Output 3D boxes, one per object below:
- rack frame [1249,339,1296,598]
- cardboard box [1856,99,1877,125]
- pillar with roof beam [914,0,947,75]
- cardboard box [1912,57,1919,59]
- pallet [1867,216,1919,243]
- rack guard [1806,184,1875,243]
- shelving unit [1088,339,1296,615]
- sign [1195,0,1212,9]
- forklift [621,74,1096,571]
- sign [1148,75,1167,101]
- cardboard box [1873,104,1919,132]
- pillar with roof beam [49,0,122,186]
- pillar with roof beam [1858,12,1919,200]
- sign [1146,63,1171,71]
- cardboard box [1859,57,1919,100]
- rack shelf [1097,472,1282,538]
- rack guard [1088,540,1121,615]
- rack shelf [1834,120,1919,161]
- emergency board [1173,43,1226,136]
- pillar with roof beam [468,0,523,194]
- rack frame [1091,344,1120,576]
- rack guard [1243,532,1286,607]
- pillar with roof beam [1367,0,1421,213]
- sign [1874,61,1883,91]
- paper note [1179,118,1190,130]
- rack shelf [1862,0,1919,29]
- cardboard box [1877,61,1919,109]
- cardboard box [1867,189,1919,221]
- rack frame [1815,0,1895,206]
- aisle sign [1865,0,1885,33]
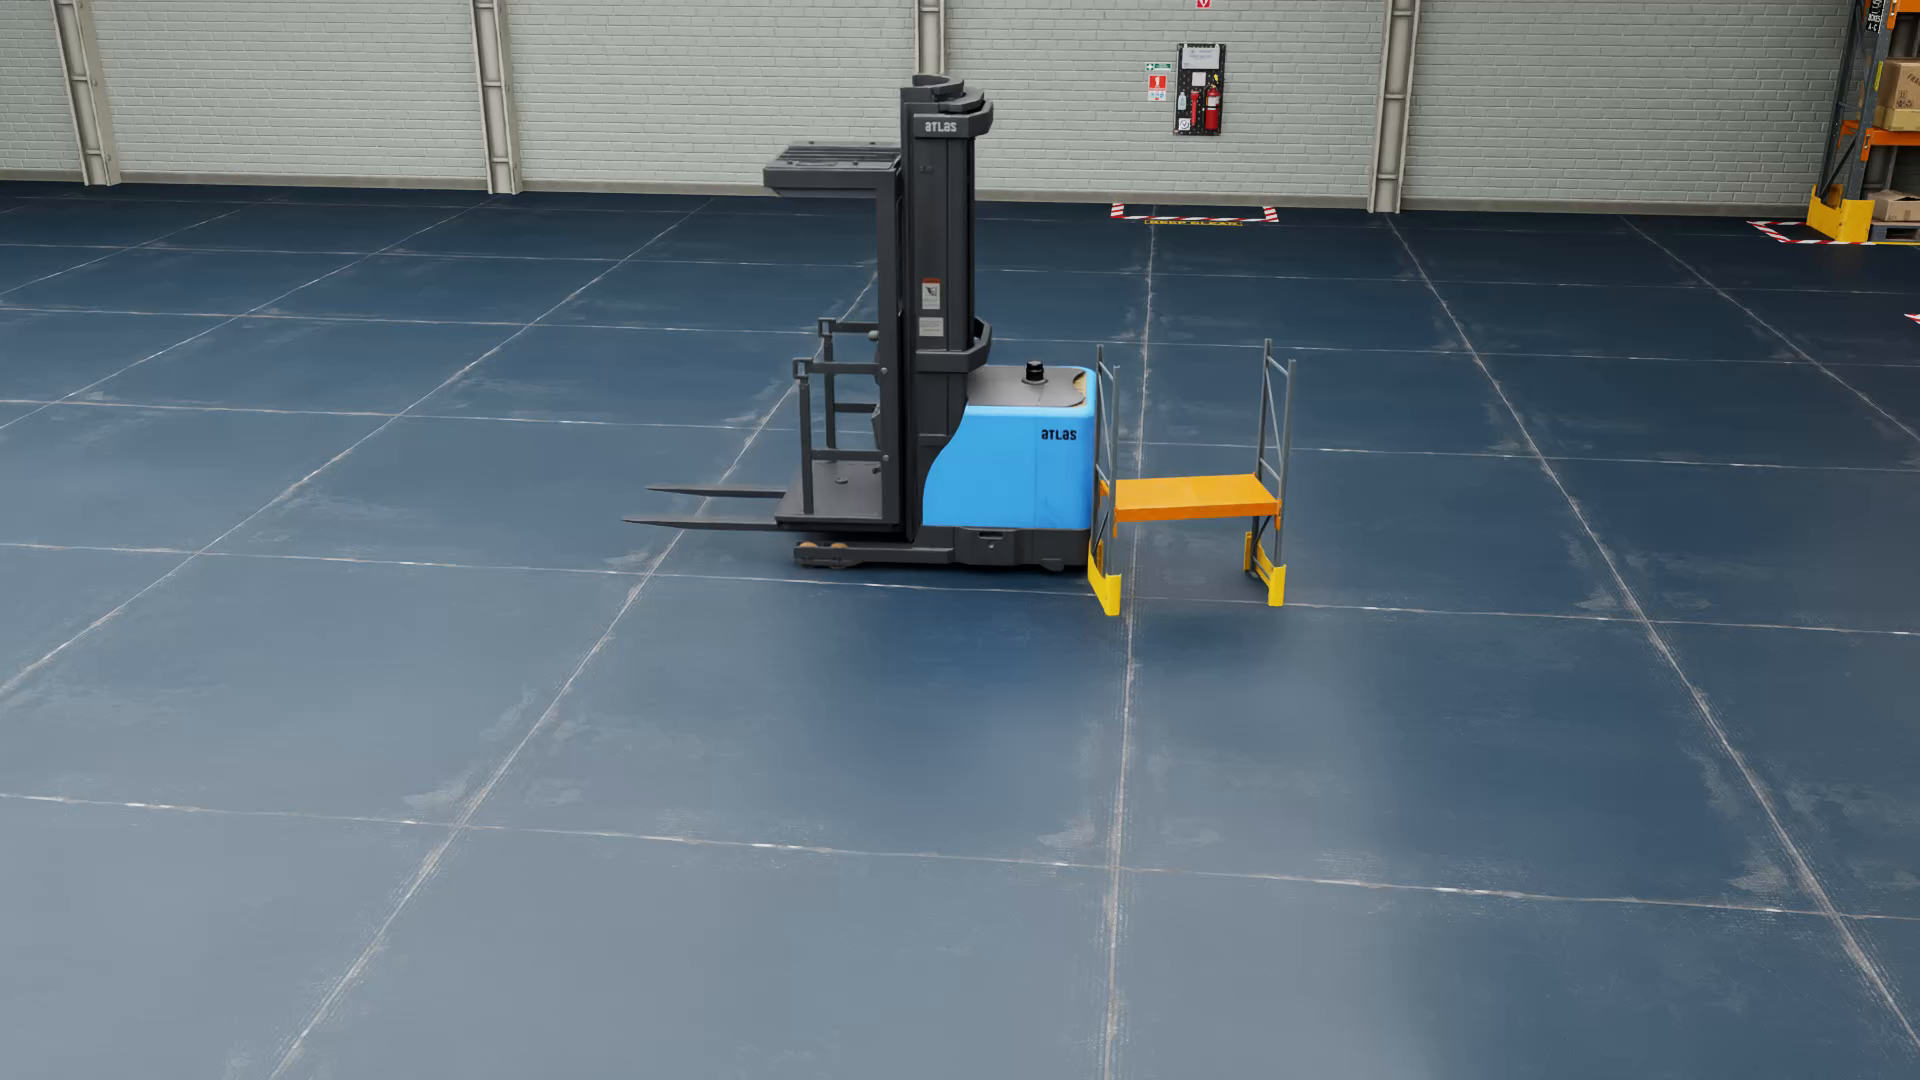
[{"bbox_3d":[1.860,-0.408,9.931,0.032,1.500,0.500,-3,22,-7],"label":"rack frame"},{"bbox_3d":[11.224,-5.180,20.139,0.500,0.250,0.500,3,22,7],"label":"cardboard box"},{"bbox_3d":[-0.889,-7.213,16.944,0.400,9.000,9.100,2,22,6],"label":"pillar with roof beam"},{"bbox_3d":[11.729,-5.510,19.954,0.500,0.500,0.500,3,22,7],"label":"cardboard box"},{"bbox_3d":[11.615,-3.842,20.370,1.213,0.211,1.003,2,22,6],"label":"pallet"},{"bbox_3d":[10.813,-4.024,20.438,0.348,0.500,1.175,2,22,6],"label":"rack guard"},{"bbox_3d":[1.364,-0.384,9.872,1.083,1.500,0.587,-3,22,-7],"label":"shelving unit"},{"bbox_3d":[3.130,-6.970,21.338,0.199,0.298,0.001,2,22,6],"label":"sign"},{"bbox_3d":[-0.644,-1.367,10.411,3.031,2.935,1.130,2,22,4],"label":"forklift"},{"bbox_3d":[2.589,-5.934,21.821,0.234,0.329,0.001,2,22,6],"label":"sign"},{"bbox_3d":[11.184,-4.992,19.664,0.500,0.250,0.500,2,22,5],"label":"cardboard box"},{"bbox_3d":[-12.806,-7.732,18.257,0.400,9.000,9.100,2,22,6],"label":"pillar with roof beam"},{"bbox_3d":[11.027,-6.693,15.631,0.400,9.000,9.100,2,22,6],"label":"pillar with roof beam"},{"bbox_3d":[2.593,-6.177,21.715,0.331,0.109,0.001,2,22,6],"label":"sign"},{"bbox_3d":[11.230,-5.535,20.018,0.500,0.500,0.500,2,22,6],"label":"cardboard box"},{"bbox_3d":[1.355,-0.216,9.937,1.000,0.185,0.538,-3,22,-7],"label":"rack shelf"},{"bbox_3d":[0.870,0.220,10.042,0.087,0.250,0.587,-3,22,-7],"label":"rack guard"},{"bbox_3d":[12.723,-4.769,19.900,4.000,0.370,1.077,2,22,6],"label":"rack shelf"},{"bbox_3d":[3.126,-5.856,21.672,0.643,1.169,0.194,2,22,6],"label":"emergency board"},{"bbox_3d":[-6.847,-7.472,17.601,0.400,9.000,9.100,2,22,6],"label":"pillar with roof beam"},{"bbox_3d":[0.851,-0.360,9.810,0.032,1.500,0.500,-3,22,-7],"label":"rack frame"},{"bbox_3d":[1.858,0.174,10.161,0.087,0.250,0.587,-3,22,-7],"label":"rack guard"},{"bbox_3d":[5.069,-6.953,16.287,0.400,9.000,9.100,2,22,6],"label":"pillar with roof beam"},{"bbox_3d":[10.673,-5.394,19.327,0.005,0.325,0.100,2,22,6],"label":"sign"},{"bbox_3d":[2.959,-5.479,21.917,0.142,0.148,0.016,2,22,6],"label":"paper note"},{"bbox_3d":[12.723,-6.164,19.349,4.000,0.370,1.077,2,22,6],"label":"rack shelf"},{"bbox_3d":[11.176,-5.348,19.543,0.500,0.500,0.500,3,22,6],"label":"cardboard box"},{"bbox_3d":[11.414,-4.081,20.242,0.500,0.311,0.500,0,22,0],"label":"cardboard box"},{"bbox_3d":[10.737,-5.190,19.987,0.127,3.000,1.000,2,22,6],"label":"rack frame"},{"bbox_3d":[10.630,-6.292,19.240,0.004,0.787,0.394,2,22,6],"label":"aisle sign"}]
